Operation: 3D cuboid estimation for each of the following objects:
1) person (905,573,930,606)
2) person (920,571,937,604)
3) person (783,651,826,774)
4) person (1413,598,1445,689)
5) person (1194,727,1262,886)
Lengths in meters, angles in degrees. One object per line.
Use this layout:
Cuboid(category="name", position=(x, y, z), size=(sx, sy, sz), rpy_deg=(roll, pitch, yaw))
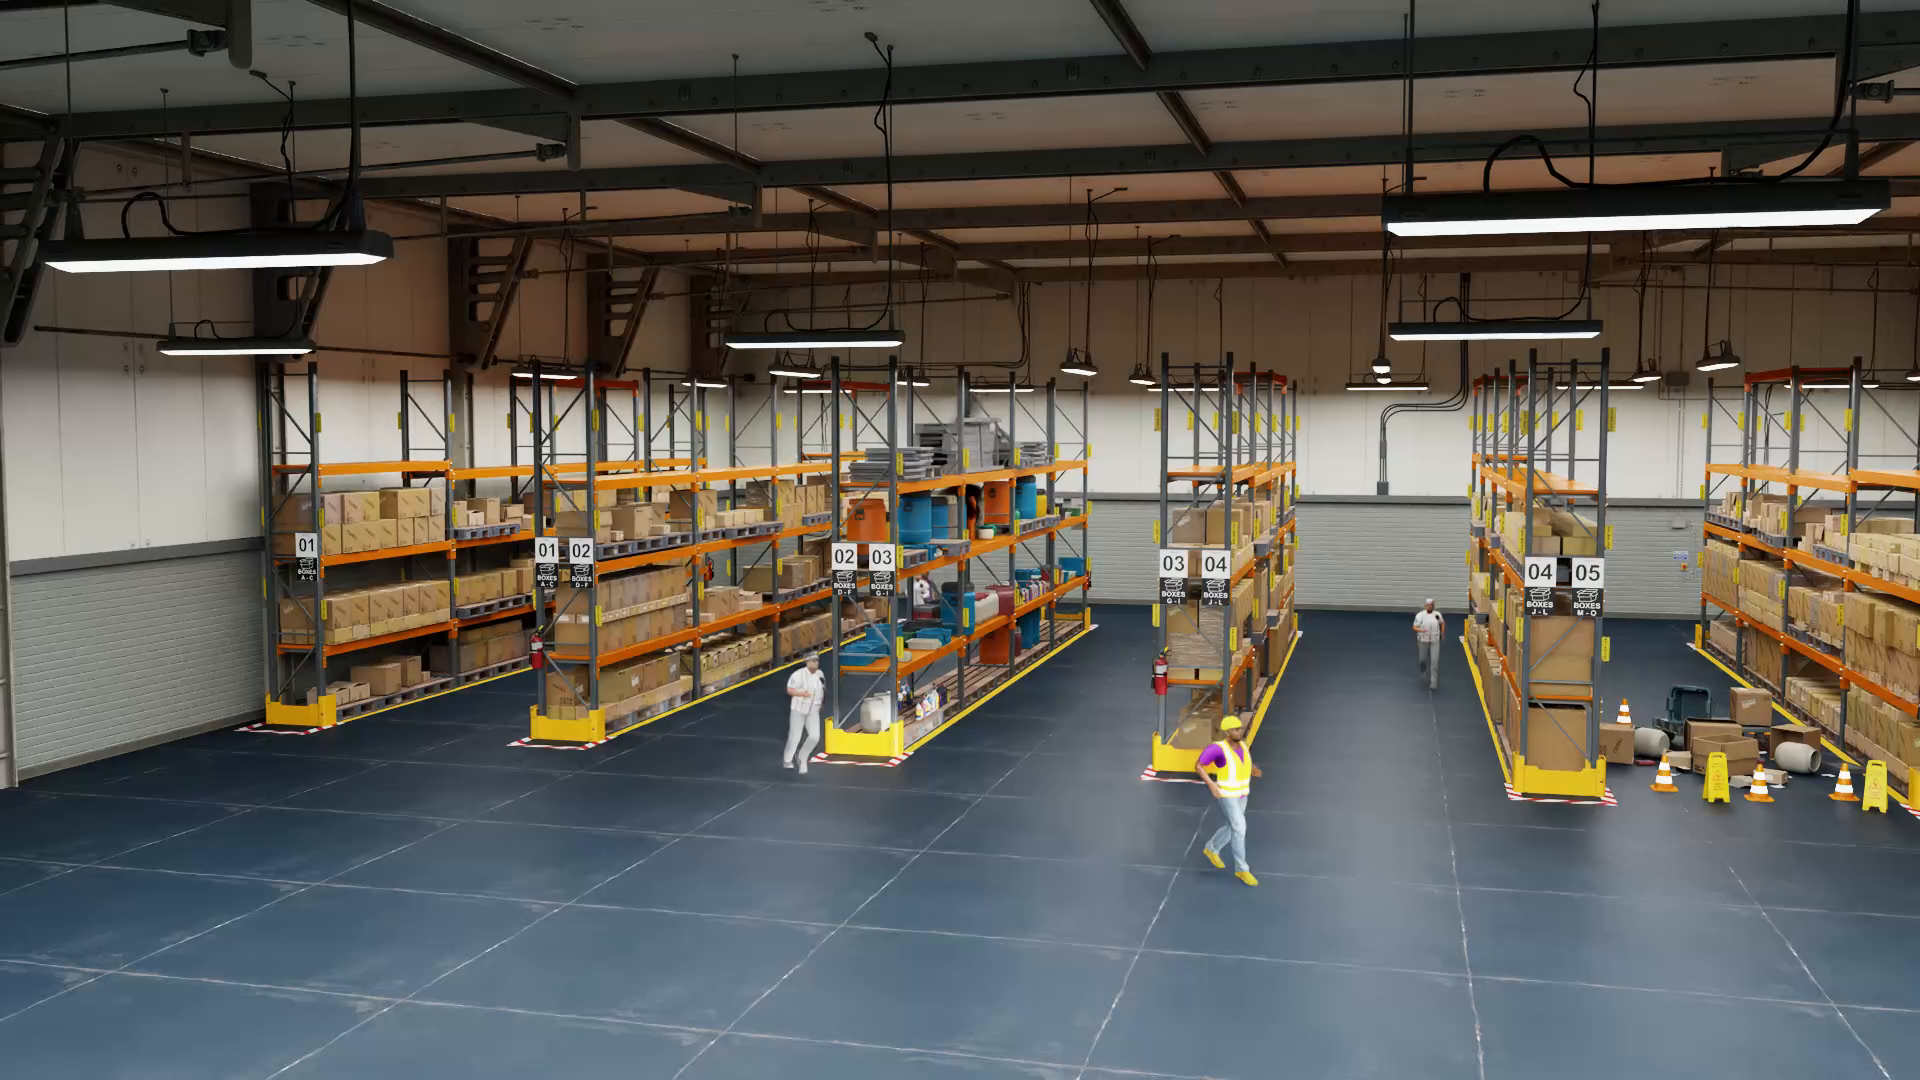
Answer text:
Cuboid(category="person", position=(-0.983, 1.498, 37.963), size=(0.587, 1.713, 0.691), rpy_deg=(0, 4, 3))
Cuboid(category="person", position=(-0.819, 1.473, 39.243), size=(0.534, 1.563, 0.780), rpy_deg=(0, 4, 4))
Cuboid(category="person", position=(-2.166, 2.474, 23.869), size=(0.666, 1.787, 0.685), rpy_deg=(-2, 4, -25))
Cuboid(category="person", position=(8.911, 1.934, 31.575), size=(0.606, 1.662, 0.943), rpy_deg=(1, 4, 10))
Cuboid(category="person", position=(2.982, 2.840, 18.285), size=(0.688, 1.751, 0.841), rpy_deg=(-4, 5, -43))
